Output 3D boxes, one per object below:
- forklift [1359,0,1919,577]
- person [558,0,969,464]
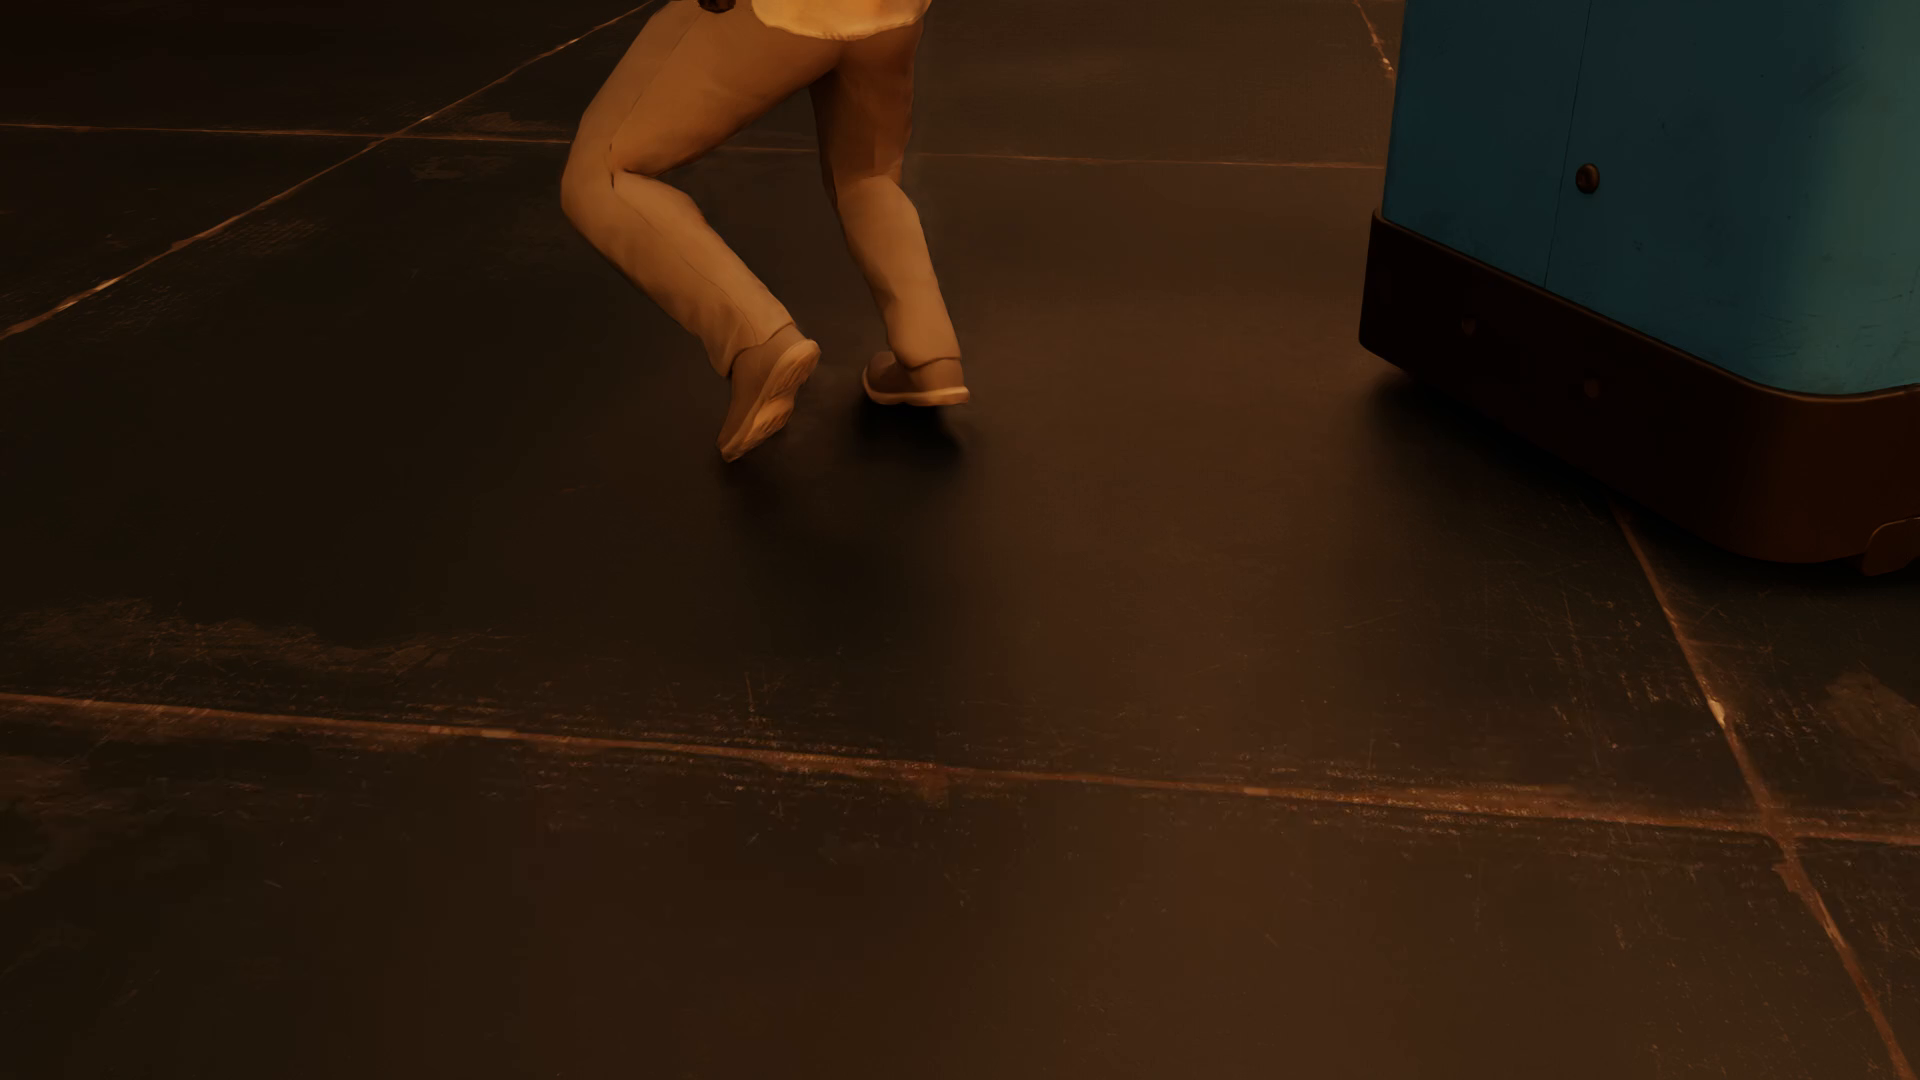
[{"bbox_3d":[2.307,-1.663,2.549,3.031,2.935,1.130,-10,28,-19],"label":"forklift"},{"bbox_3d":[-0.145,-0.905,2.536,0.910,1.584,0.727,-23,35,-38],"label":"person"}]
